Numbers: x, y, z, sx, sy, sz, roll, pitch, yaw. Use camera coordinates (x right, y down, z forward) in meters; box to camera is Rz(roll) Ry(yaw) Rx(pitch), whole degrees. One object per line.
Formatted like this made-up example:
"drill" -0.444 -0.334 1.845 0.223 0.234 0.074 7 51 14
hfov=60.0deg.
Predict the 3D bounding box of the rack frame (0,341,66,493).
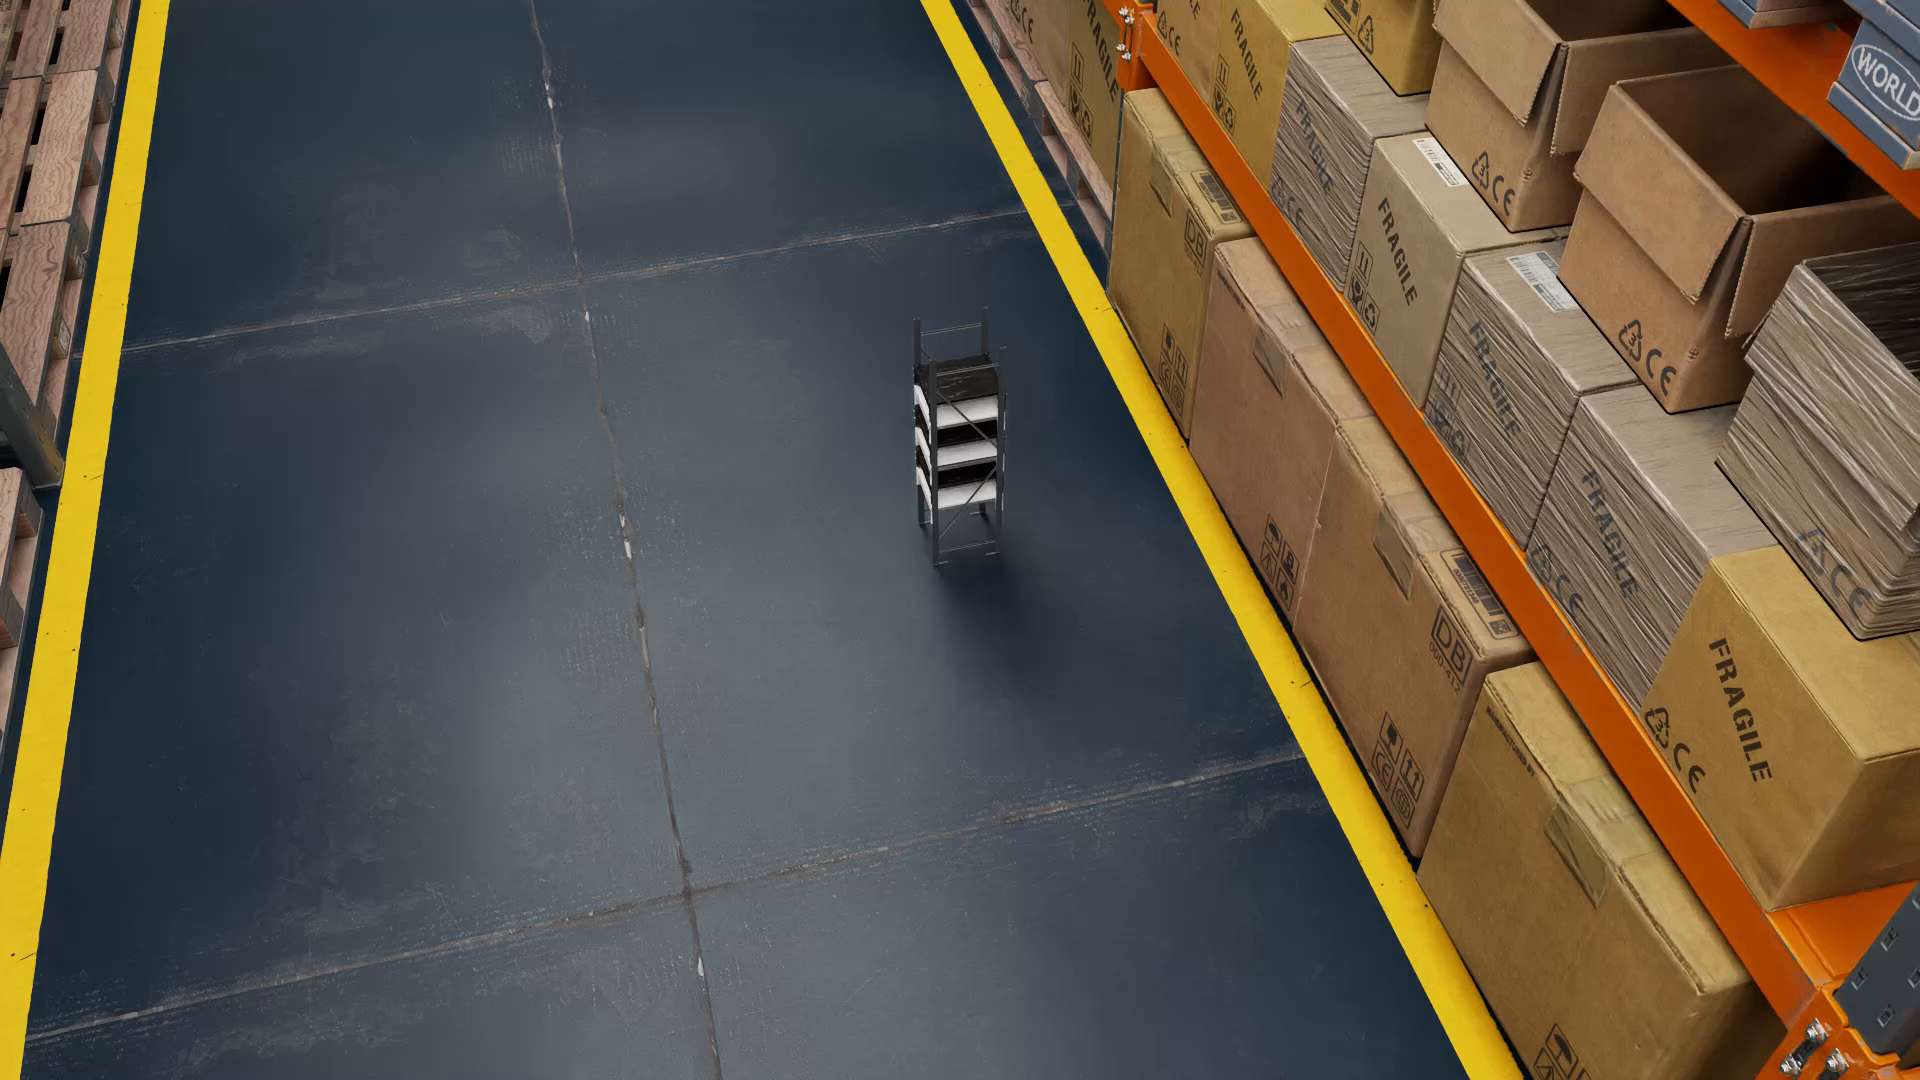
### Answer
"rack frame" -3.703 -1.188 4.815 1.000 3.000 0.127 -11 47 -10

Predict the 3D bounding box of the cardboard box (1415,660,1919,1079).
"cardboard box" 1.953 0.784 4.075 1.225 0.875 0.875 -13 47 -12

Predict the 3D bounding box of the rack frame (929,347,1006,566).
"rack frame" 0.024 -0.250 5.365 0.240 0.900 0.006 -11 47 -10

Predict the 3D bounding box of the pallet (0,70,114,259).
"pallet" -4.244 -1.557 7.128 1.003 0.211 1.213 -11 47 -10

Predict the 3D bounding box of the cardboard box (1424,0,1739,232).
"cardboard box" 1.595 -1.139 3.993 0.797 0.503 0.637 -9 46 -9

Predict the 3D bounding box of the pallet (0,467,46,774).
"pallet" -3.546 0.328 5.281 1.003 0.211 1.213 -11 47 -10

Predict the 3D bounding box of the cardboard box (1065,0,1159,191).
"cardboard box" 0.993 -1.968 6.772 0.875 0.875 0.875 -11 47 -10

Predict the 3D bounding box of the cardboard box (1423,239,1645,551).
"cardboard box" 1.485 -0.366 3.939 0.500 0.500 0.500 -12 47 -12

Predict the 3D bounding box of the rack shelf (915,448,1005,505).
"rack shelf" -0.002 -0.234 5.522 0.258 0.077 0.200 -11 47 -10

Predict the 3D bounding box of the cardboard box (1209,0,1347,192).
"cardboard box" 1.091 -1.419 4.970 0.500 0.500 0.500 -11 47 -10

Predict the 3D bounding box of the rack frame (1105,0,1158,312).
"rack frame" 1.085 -2.094 5.702 1.000 3.000 0.127 -11 47 -10

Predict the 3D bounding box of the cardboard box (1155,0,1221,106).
"cardboard box" 0.961 -1.766 5.310 0.500 0.500 0.500 -11 47 -10

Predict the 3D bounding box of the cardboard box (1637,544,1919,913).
"cardboard box" 1.743 0.337 3.249 0.500 0.500 0.500 -9 46 -9

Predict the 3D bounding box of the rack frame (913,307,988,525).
"rack frame" -0.028 -0.391 5.503 0.240 0.900 0.006 -11 47 -10

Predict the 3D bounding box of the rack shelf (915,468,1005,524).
"rack shelf" -0.002 -0.171 5.586 0.258 0.077 0.200 -11 47 -10

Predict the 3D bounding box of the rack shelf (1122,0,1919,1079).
"rack shelf" 1.597 -0.461 4.606 1.077 0.370 4.000 -11 47 -10

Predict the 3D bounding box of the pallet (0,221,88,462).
"pallet" -3.929 -0.713 6.301 1.003 0.211 1.213 -11 47 -10

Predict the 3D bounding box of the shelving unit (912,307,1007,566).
"shelving unit" -0.002 -0.321 5.434 0.258 0.900 0.210 -11 47 -10

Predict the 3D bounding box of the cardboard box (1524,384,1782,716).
"cardboard box" 1.621 -0.008 3.588 0.500 0.500 0.500 -11 47 -11

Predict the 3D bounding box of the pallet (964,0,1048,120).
"pallet" 0.650 -2.501 8.053 1.003 0.211 1.213 -11 47 -10

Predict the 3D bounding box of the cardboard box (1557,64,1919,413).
"cardboard box" 1.773 -0.677 3.541 0.797 0.503 0.637 -10 46 -9

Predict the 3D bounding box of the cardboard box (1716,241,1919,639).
"cardboard box" 1.938 -0.226 3.099 0.797 0.503 0.637 -9 46 -9

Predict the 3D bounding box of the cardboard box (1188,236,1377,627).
"cardboard box" 1.498 -0.442 5.277 1.225 0.875 0.875 -12 47 -12

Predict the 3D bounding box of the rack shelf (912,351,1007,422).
"rack shelf" -0.002 -0.486 5.265 0.258 0.077 0.200 -11 47 -10

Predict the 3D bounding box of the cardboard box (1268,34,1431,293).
"cardboard box" 1.218 -1.073 4.632 0.500 0.500 0.500 -12 47 -11

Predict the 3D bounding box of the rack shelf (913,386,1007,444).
"rack shelf" -0.002 -0.423 5.329 0.258 0.077 0.200 -11 47 -10

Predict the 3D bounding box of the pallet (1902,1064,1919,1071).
"pallet" 1.980 1.085 4.538 1.003 0.211 1.213 -11 47 -10

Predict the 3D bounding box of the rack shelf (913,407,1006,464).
"rack shelf" -0.002 -0.360 5.394 0.258 0.077 0.200 -11 47 -10

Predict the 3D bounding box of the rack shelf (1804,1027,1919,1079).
"rack shelf" 2.621 2.300 1.899 1.077 0.370 4.000 -11 47 -10

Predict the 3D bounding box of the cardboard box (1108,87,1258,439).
"cardboard box" 1.268 -1.059 5.881 1.225 0.875 0.875 -11 47 -10

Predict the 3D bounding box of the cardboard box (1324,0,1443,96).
"cardboard box" 1.421 -1.565 4.411 0.797 0.503 0.637 -10 46 -10

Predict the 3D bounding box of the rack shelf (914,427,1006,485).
"rack shelf" -0.002 -0.297 5.458 0.258 0.077 0.200 -11 47 -10

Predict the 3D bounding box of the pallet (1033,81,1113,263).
"pallet" 0.966 -1.657 7.226 1.003 0.211 1.213 -11 47 -10

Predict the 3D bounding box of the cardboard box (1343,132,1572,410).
"cardboard box" 1.356 -0.717 4.283 0.500 0.500 0.500 -10 46 -10

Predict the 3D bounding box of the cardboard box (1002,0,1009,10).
"cardboard box" 0.535 -3.204 7.983 0.875 0.875 0.875 -11 47 -10

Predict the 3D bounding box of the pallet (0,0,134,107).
"pallet" -4.553 -2.398 7.952 1.003 0.211 1.213 -11 47 -10

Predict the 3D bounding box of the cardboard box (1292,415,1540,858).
"cardboard box" 1.732 0.167 4.680 1.225 0.875 0.875 -11 47 -10

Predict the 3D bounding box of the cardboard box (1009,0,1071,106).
"cardboard box" 0.763 -2.589 7.381 0.875 0.875 0.875 -11 47 -10

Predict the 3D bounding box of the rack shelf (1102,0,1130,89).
"rack shelf" 0.573 -3.223 7.312 1.077 0.370 4.000 -11 47 -10
